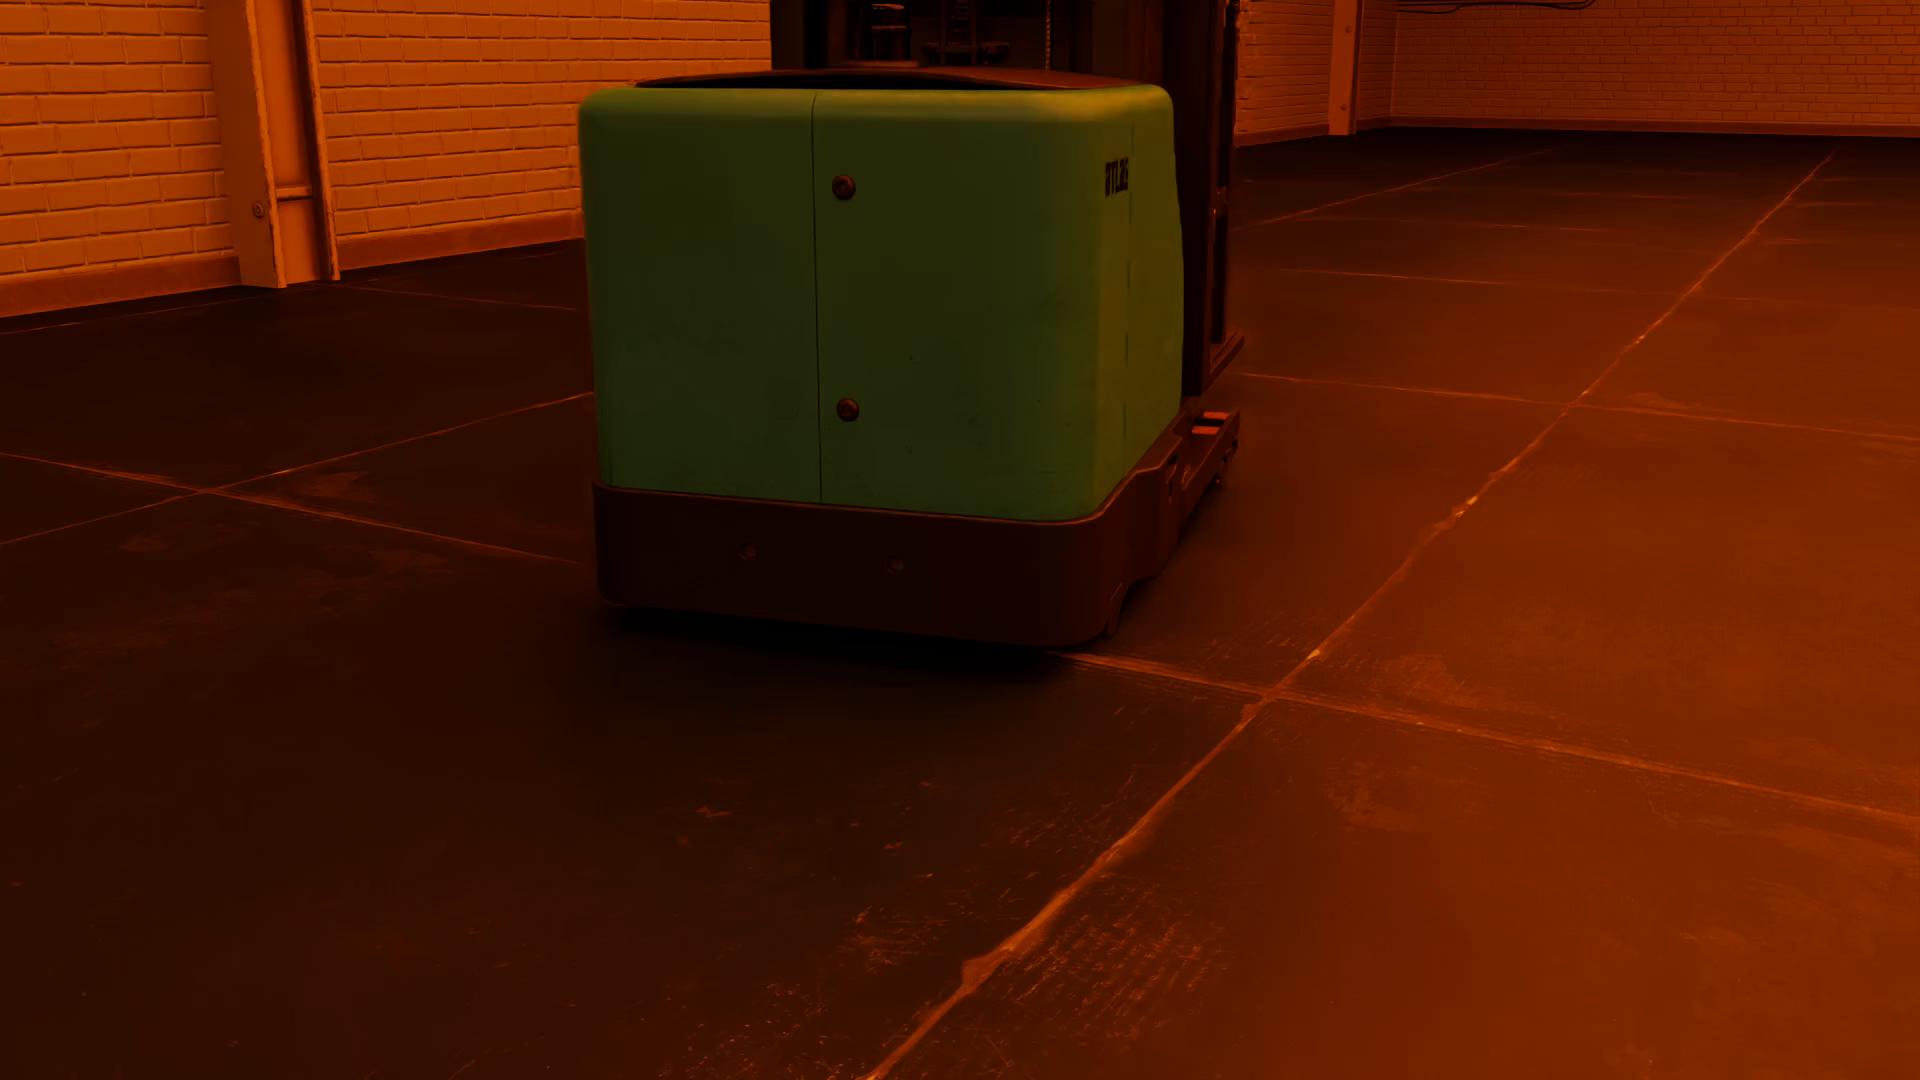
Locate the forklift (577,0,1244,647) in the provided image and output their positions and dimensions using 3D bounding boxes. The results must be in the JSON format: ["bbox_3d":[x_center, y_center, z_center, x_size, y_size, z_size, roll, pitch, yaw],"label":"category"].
[{"bbox_3d":[0.169,-1.581,4.221,1.130,2.935,3.031,5,17,16],"label":"forklift"}]
